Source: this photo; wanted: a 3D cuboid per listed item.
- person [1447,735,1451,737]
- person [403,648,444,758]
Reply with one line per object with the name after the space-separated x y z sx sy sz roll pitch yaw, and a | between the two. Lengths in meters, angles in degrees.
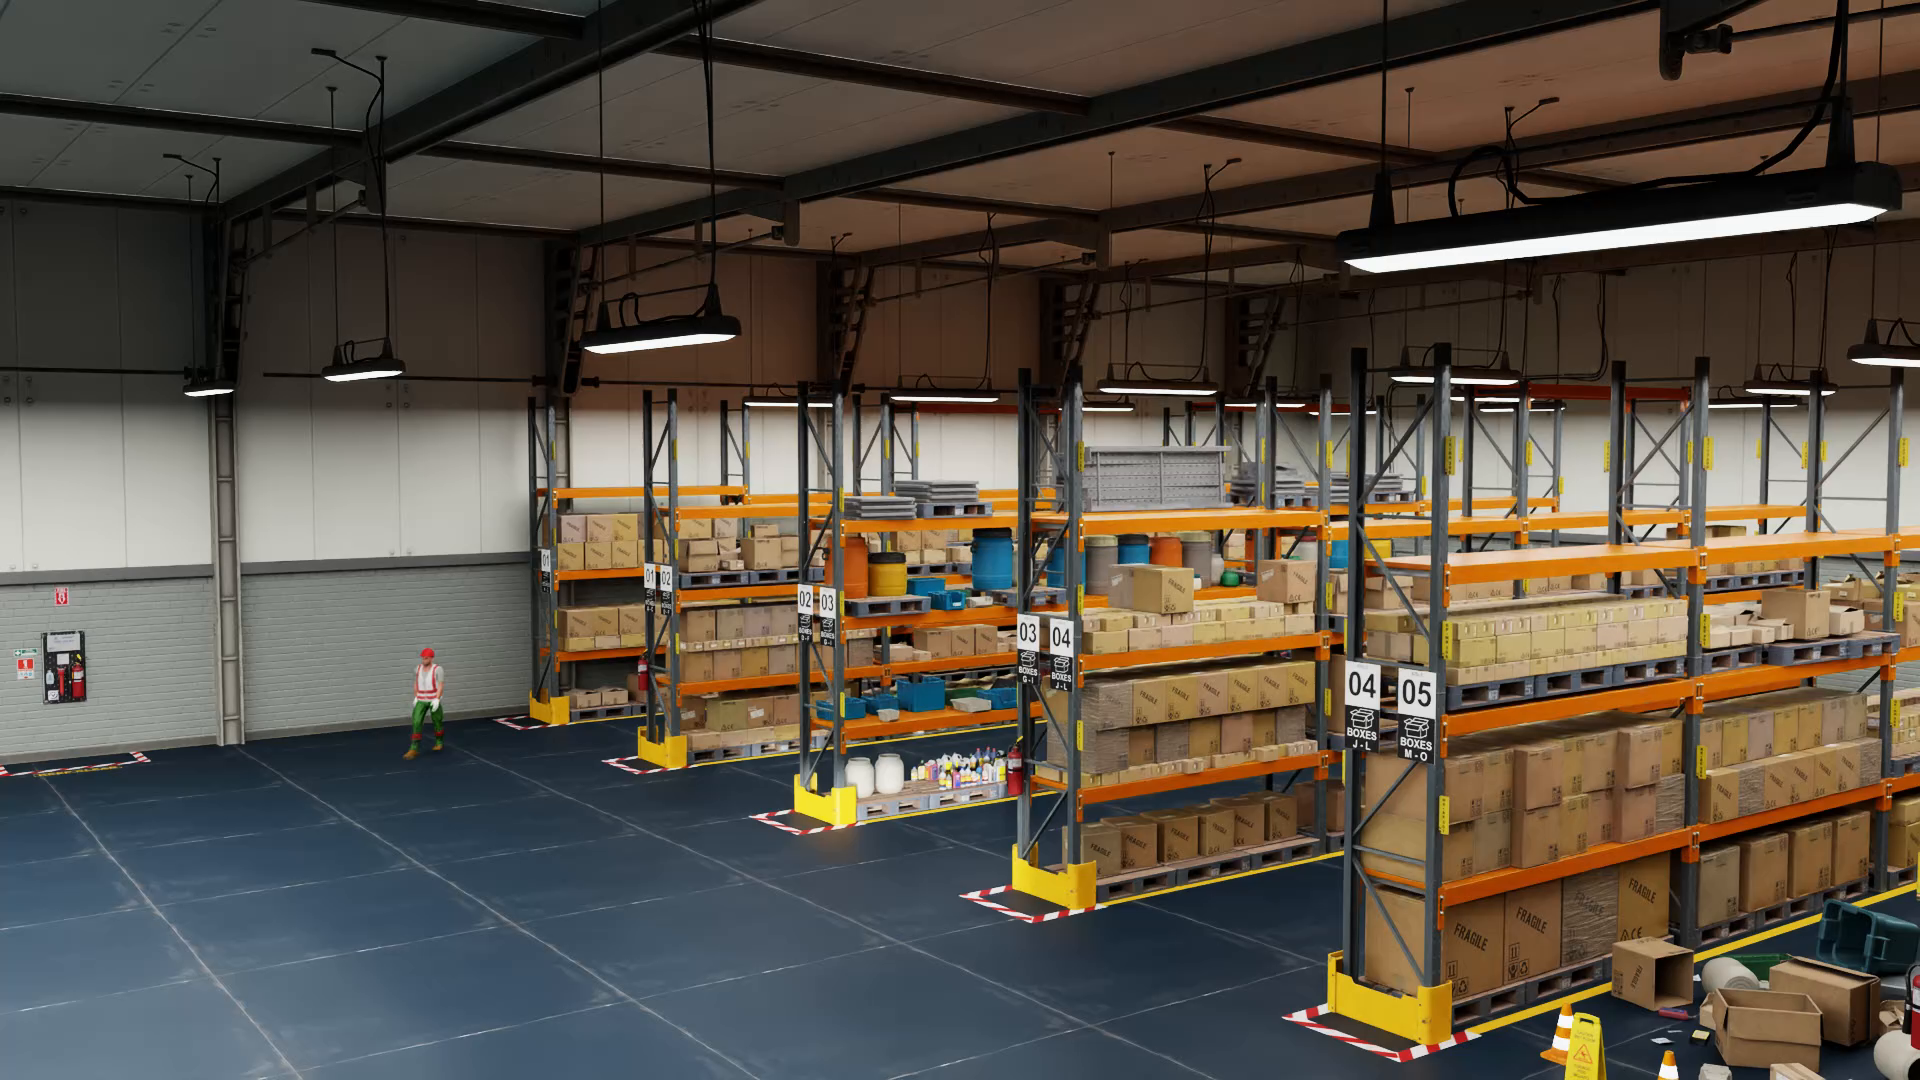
5.967 3.122 20.626 0.513 1.662 0.541 -2 4 -33 | person
-8.767 2.649 27.345 0.562 1.741 0.941 0 3 0 | person
